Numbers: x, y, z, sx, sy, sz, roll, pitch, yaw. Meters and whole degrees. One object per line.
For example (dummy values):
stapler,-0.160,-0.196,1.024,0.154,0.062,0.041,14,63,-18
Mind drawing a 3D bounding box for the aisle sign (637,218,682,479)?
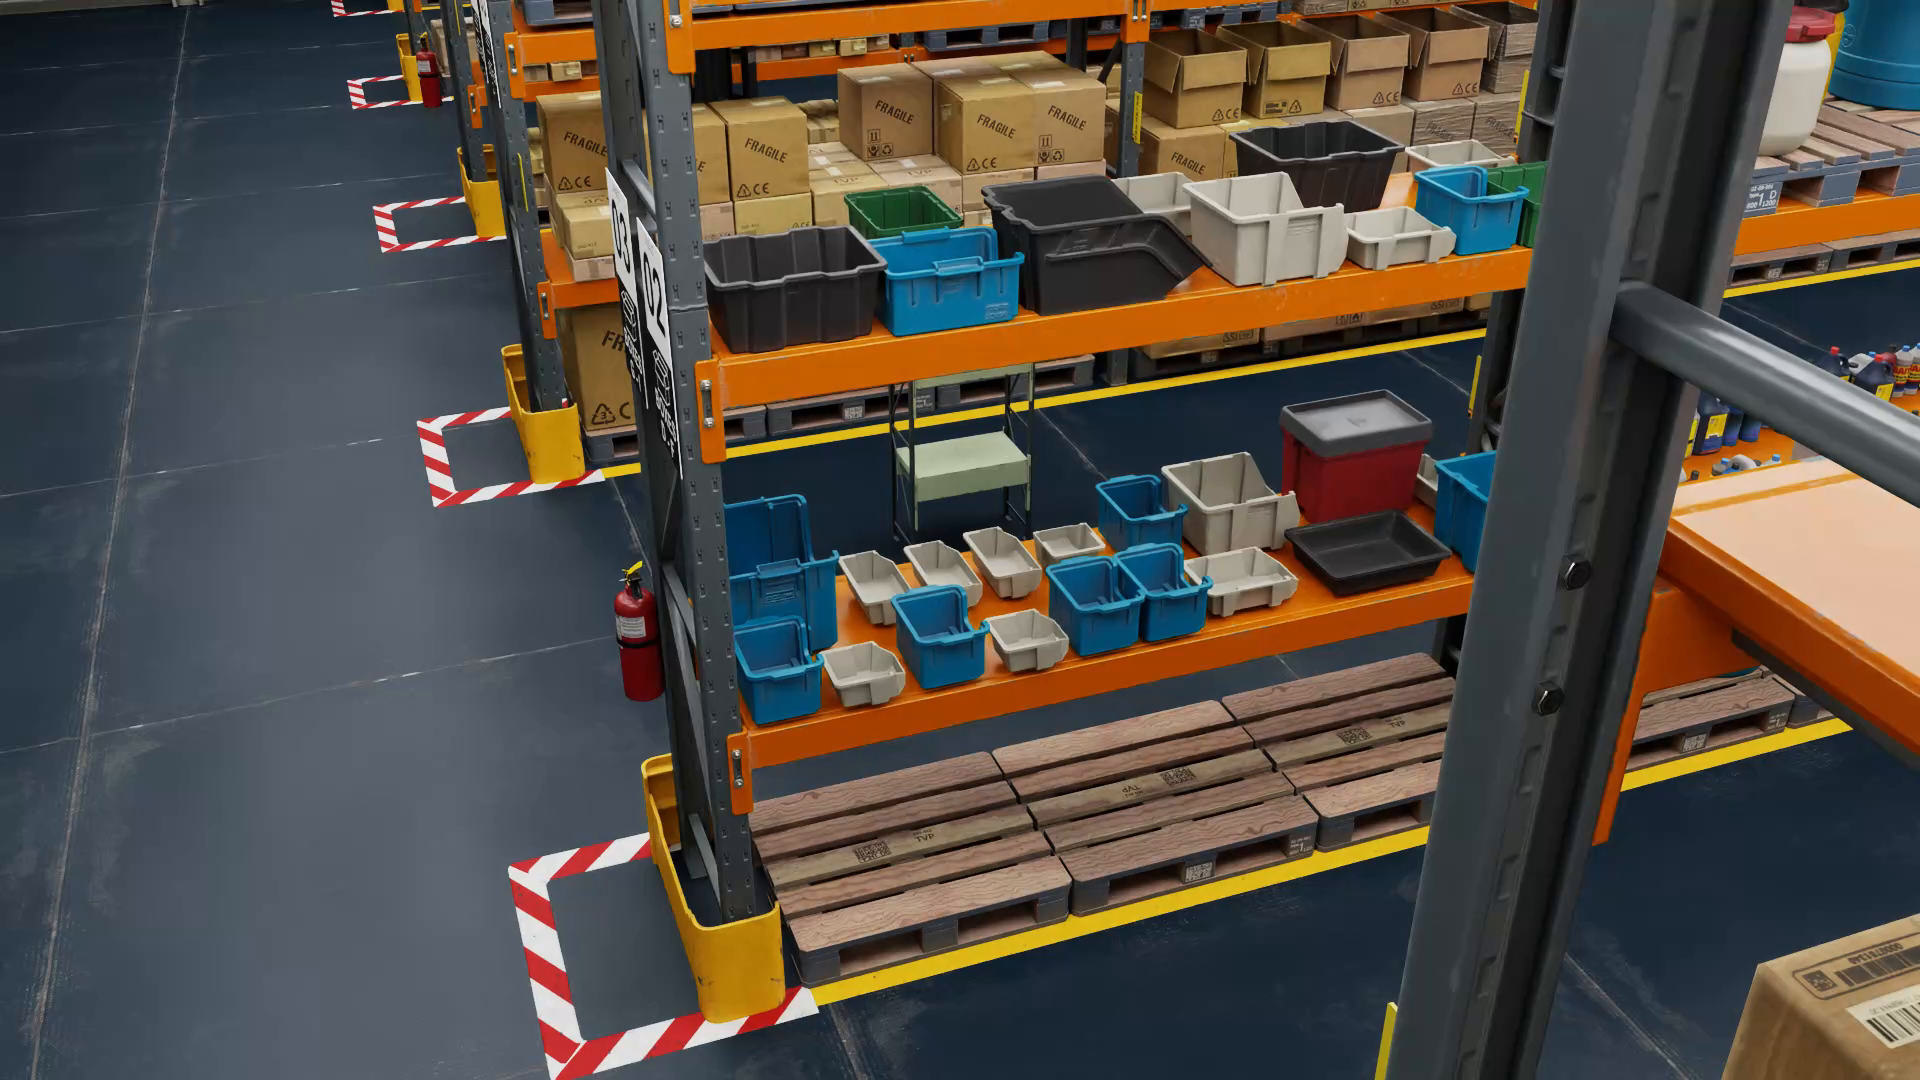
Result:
aisle sign,-1.005,-0.639,5.566,0.004,0.787,0.394,-10,31,-18

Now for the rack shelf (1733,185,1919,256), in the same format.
rack shelf,4.582,-1.686,7.727,4.000,0.370,1.077,-10,31,-18

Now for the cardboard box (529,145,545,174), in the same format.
cardboard box,-3.794,-3.412,14.913,0.250,0.149,0.380,-12,32,-20

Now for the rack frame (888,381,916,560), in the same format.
rack frame,-0.337,-0.590,9.620,0.023,1.500,0.400,-10,31,-18

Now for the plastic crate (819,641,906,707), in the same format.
plastic crate,-0.366,0.522,6.360,0.298,0.136,0.250,-10,31,-18

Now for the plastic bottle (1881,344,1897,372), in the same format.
plastic bottle,4.839,-0.887,8.745,0.133,0.283,0.061,-10,31,-18

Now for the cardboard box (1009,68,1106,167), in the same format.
cardboard box,0.643,-2.835,11.140,0.500,0.500,0.500,-10,31,-16

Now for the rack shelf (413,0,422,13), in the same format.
rack shelf,-4.350,-6.588,19.361,4.000,0.370,1.077,-10,31,-18

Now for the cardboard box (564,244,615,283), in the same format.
cardboard box,-2.321,-1.757,10.408,0.250,0.149,0.380,-10,31,-17

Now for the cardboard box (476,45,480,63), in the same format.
cardboard box,-4.196,-4.355,14.968,0.250,0.149,0.380,-10,31,-18

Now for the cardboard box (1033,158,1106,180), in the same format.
cardboard box,0.658,-2.514,11.335,0.500,0.250,0.500,-11,31,-19

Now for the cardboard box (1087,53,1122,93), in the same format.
cardboard box,1.594,-4.667,16.606,0.500,0.250,0.500,-10,31,-16

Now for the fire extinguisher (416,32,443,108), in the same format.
fire extinguisher,-4.800,-4.252,14.988,0.183,0.674,0.296,-10,31,-18

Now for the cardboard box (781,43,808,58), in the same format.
cardboard box,-1.581,-4.574,15.352,0.250,0.149,0.380,-11,32,-19

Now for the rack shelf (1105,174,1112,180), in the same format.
rack shelf,2.855,-2.681,12.503,4.000,0.370,1.077,-10,31,-18

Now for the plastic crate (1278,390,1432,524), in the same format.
plastic crate,1.783,-0.367,7.588,0.583,0.464,0.402,-10,31,-18

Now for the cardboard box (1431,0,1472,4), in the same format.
cardboard box,5.025,-5.914,17.350,0.500,0.500,0.500,-11,31,-18

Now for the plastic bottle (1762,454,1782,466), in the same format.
plastic bottle,3.735,-0.268,7.671,0.097,0.271,0.097,0,30,0

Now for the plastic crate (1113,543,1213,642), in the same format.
plastic crate,0.820,0.218,6.797,0.300,0.233,0.416,-10,31,-18

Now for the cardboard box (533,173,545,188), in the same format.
cardboard box,-3.823,-3.321,15.055,0.250,0.149,0.380,-9,31,-16

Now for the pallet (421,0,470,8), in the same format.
pallet,-7.140,-7.797,23.574,1.213,0.211,1.003,-10,31,-18

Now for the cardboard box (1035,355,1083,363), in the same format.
cardboard box,0.334,-1.831,12.006,0.875,0.875,0.875,-10,31,-18

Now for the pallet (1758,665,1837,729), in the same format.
pallet,4.590,0.535,8.948,1.213,0.211,1.003,-10,31,-18

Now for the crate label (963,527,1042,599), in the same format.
crate label,0.189,0.101,7.099,0.243,0.136,0.396,-10,31,-18

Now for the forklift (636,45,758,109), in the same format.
forklift,-1.931,-3.554,13.378,1.130,2.935,3.031,16,33,26

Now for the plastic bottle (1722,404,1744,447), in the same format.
plastic bottle,3.840,-0.608,8.268,0.097,0.271,0.097,0,30,0

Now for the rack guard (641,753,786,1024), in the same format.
rack guard,-1.060,1.436,7.074,0.348,0.500,1.175,-10,31,-18

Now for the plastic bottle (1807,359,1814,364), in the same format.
plastic bottle,4.324,-0.792,8.579,0.133,0.283,0.061,-10,31,-18

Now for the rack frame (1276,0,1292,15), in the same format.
rack frame,3.094,-5.657,17.001,0.127,3.000,1.000,-10,31,-18

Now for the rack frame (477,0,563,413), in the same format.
rack frame,-2.769,-1.958,10.507,0.127,3.000,1.000,-10,31,-18

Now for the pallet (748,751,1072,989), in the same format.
pallet,-0.255,1.427,7.382,1.213,0.211,1.003,-10,31,-18

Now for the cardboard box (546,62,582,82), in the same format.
cardboard box,-3.491,-4.156,14.619,0.250,0.149,0.380,-11,32,-19

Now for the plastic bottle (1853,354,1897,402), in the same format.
plastic bottle,4.666,-0.782,8.493,0.185,0.351,0.144,-10,31,-18

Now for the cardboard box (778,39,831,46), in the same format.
cardboard box,-1.496,-4.836,15.157,0.500,0.500,0.500,-11,32,-19

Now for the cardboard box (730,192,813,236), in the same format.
cardboard box,-1.268,-2.157,10.708,0.500,0.250,0.500,-11,32,-19

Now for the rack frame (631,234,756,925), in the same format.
rack frame,-1.042,0.340,6.474,0.127,3.000,1.000,-10,31,-18

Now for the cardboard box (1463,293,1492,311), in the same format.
cardboard box,4.075,-2.489,13.161,0.875,0.875,1.225,-12,32,-20

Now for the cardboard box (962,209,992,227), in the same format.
cardboard box,0.086,-2.201,11.188,0.250,0.149,0.380,-10,31,-17

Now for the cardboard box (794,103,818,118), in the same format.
cardboard box,-1.548,-4.119,16.156,0.250,0.149,0.380,-11,31,-18

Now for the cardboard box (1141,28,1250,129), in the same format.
cardboard box,1.576,-3.242,11.646,0.637,0.503,0.797,-11,32,-19

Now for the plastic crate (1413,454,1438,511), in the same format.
plastic crate,2.221,-0.248,7.711,0.243,0.136,0.396,-10,31,-18

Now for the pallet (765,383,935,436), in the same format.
pallet,-0.905,-1.129,11.870,1.213,0.211,1.003,-10,31,-18

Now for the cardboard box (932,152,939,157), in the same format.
cardboard box,-0.019,-2.669,11.607,0.500,0.250,0.500,-11,31,-18

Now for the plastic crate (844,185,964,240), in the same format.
plastic crate,-0.217,-1.174,6.315,0.336,0.188,0.450,-10,31,-18

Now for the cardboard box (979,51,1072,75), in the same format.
cardboard box,0.442,-3.074,11.560,0.500,0.500,0.500,-10,31,-18

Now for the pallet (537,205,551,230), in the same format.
pallet,-3.558,-3.202,15.507,1.213,0.211,1.003,-10,31,-18

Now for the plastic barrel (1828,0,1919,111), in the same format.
plastic barrel,4.254,-2.420,7.357,0.708,0.901,0.600,-10,31,-18

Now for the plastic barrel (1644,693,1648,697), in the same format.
plastic barrel,3.223,0.293,8.252,0.708,0.901,0.600,-10,31,-18

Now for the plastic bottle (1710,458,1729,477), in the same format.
plastic bottle,3.556,-0.285,7.771,0.097,0.201,0.097,0,30,0

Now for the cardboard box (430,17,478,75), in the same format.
cardboard box,-5.640,-5.785,19.389,0.875,0.438,0.875,-12,32,-19

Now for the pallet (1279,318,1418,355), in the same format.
pallet,2.823,-1.817,13.077,1.213,0.211,1.003,-10,31,-18

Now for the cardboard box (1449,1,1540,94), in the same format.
cardboard box,4.038,-3.699,12.449,0.637,0.503,0.797,-9,31,-16

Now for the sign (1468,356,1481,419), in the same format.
sign,2.517,-0.726,8.065,0.005,0.325,0.100,-10,31,-18

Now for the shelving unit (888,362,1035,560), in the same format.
shelving unit,0.006,-0.653,9.731,0.755,1.500,0.431,-10,31,-18

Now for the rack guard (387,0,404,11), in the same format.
rack guard,-7.887,-7.785,23.260,0.348,0.500,1.175,-10,31,-18

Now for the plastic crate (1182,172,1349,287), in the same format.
plastic crate,1.143,-1.151,6.181,0.530,0.282,0.437,-10,31,-18

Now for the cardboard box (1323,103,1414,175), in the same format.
cardboard box,2.921,-2.920,12.095,0.500,0.500,0.500,-10,31,-17
